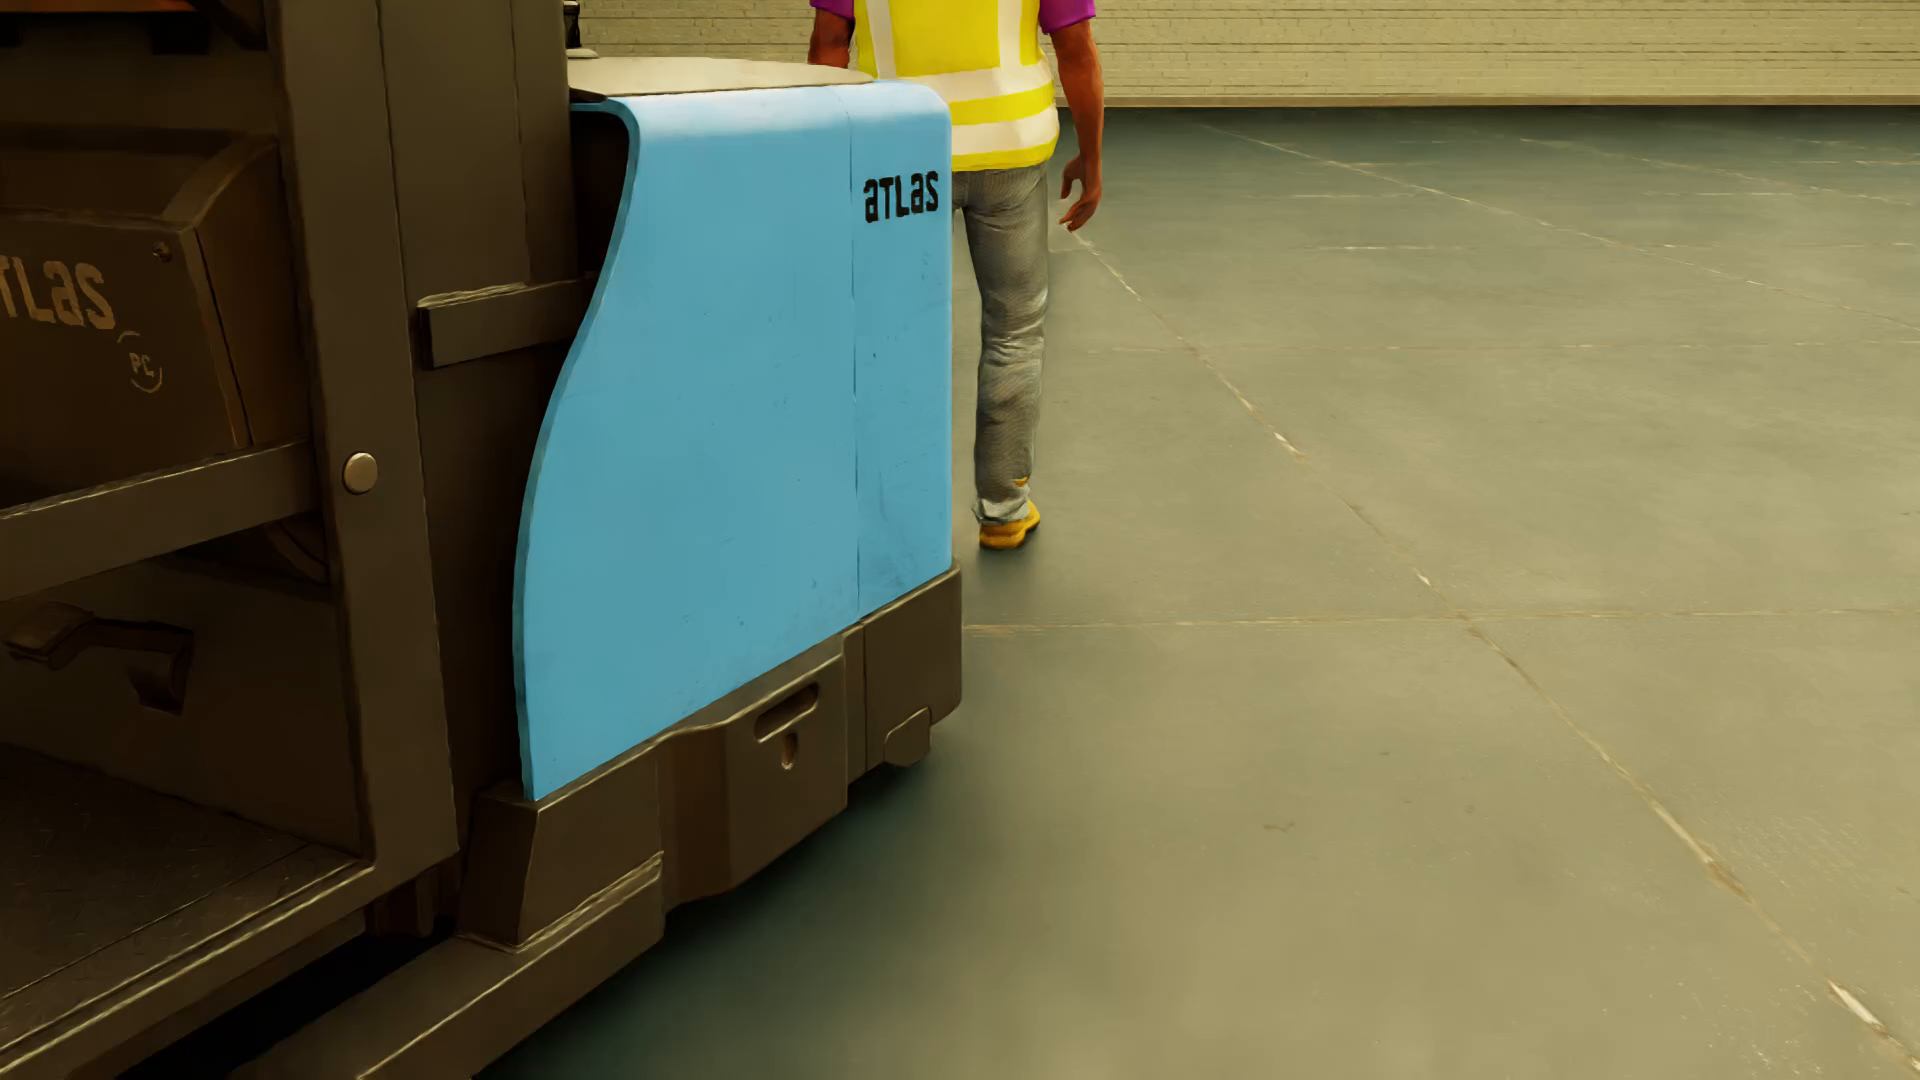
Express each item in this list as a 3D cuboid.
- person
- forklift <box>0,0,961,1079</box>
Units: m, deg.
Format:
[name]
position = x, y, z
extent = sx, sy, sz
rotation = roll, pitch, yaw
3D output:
[person]
position = -0.025, -0.844, 3.661
extent = 0.686, 1.769, 0.426
rotation = -1, 17, -3
[forklift]
position = -1.147, -0.762, 1.399
extent = 1.130, 2.935, 3.031
rotation = 9, 19, 27
